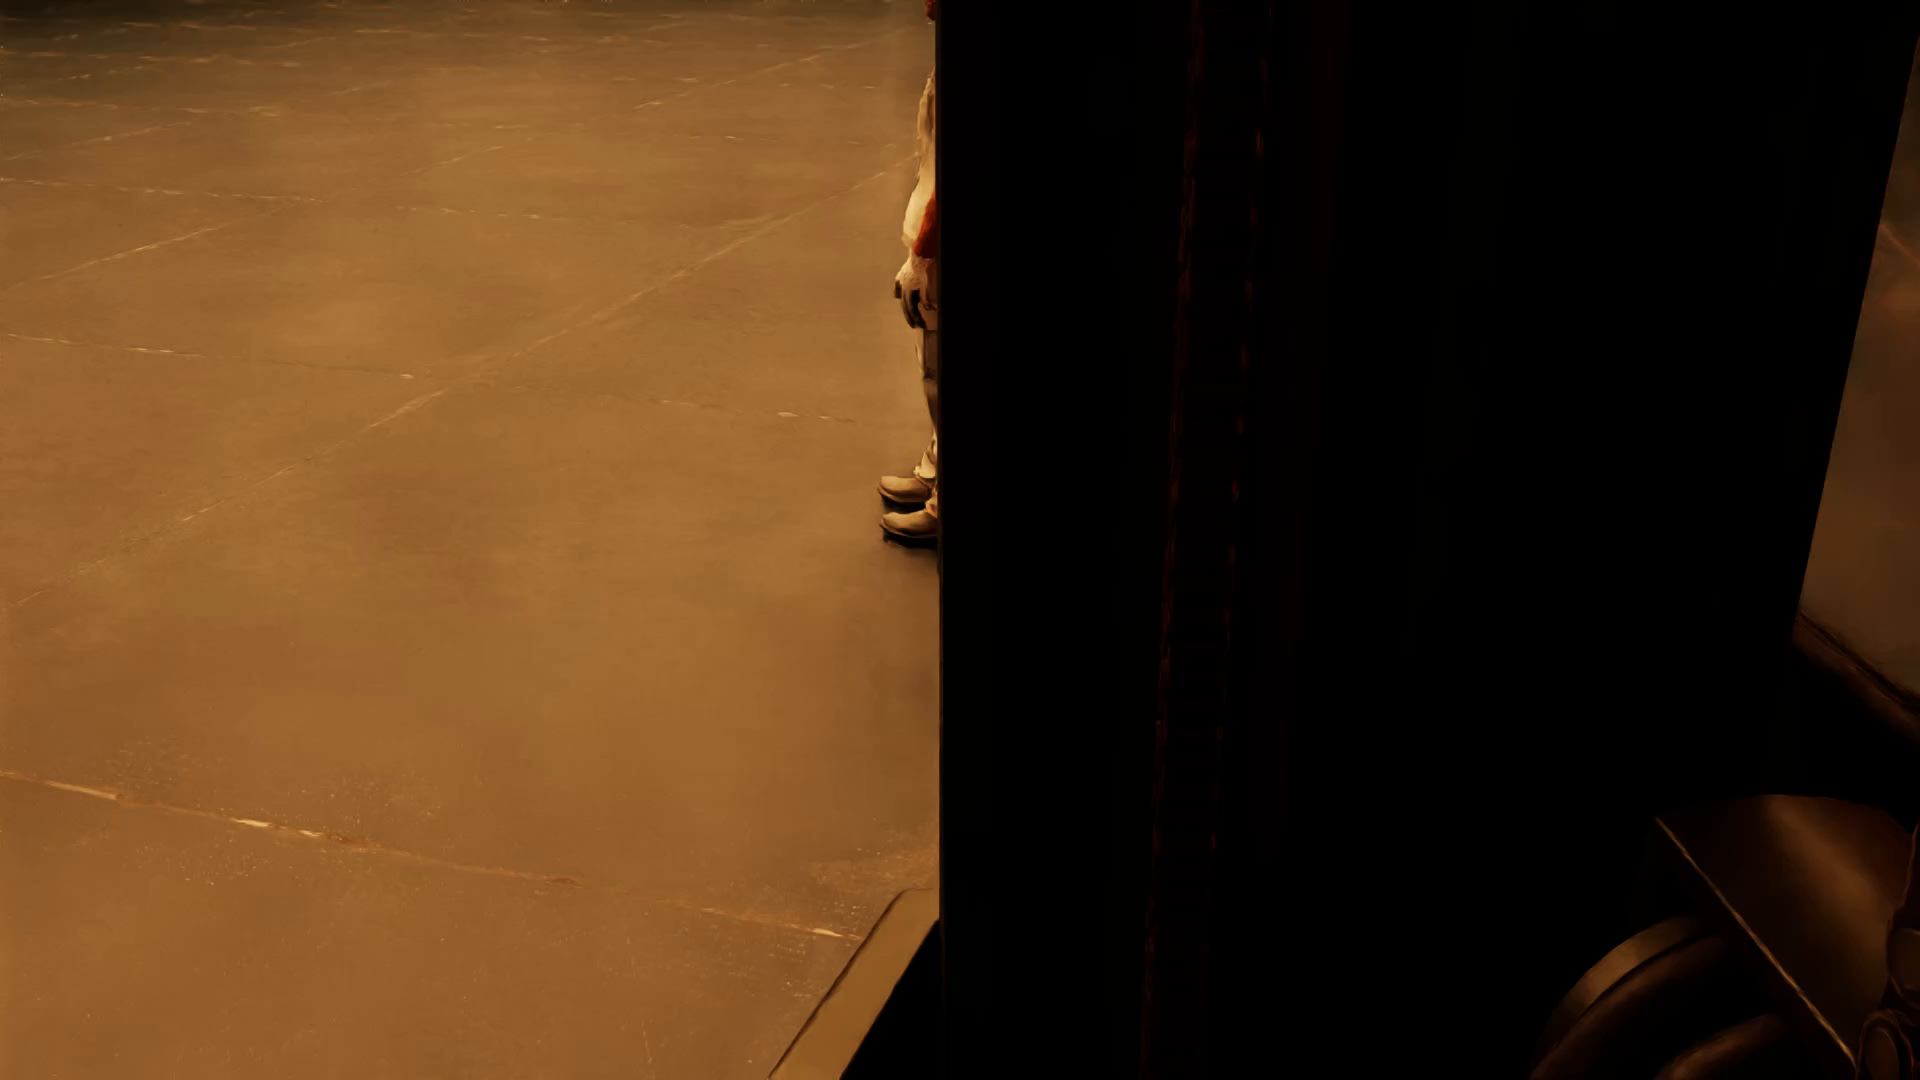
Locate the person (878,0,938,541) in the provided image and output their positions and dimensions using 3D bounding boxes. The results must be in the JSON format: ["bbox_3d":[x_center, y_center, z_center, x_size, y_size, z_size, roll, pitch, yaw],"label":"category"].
[{"bbox_3d":[-0.073,-0.846,4.809,0.563,1.787,0.637,7,23,16],"label":"person"}]
